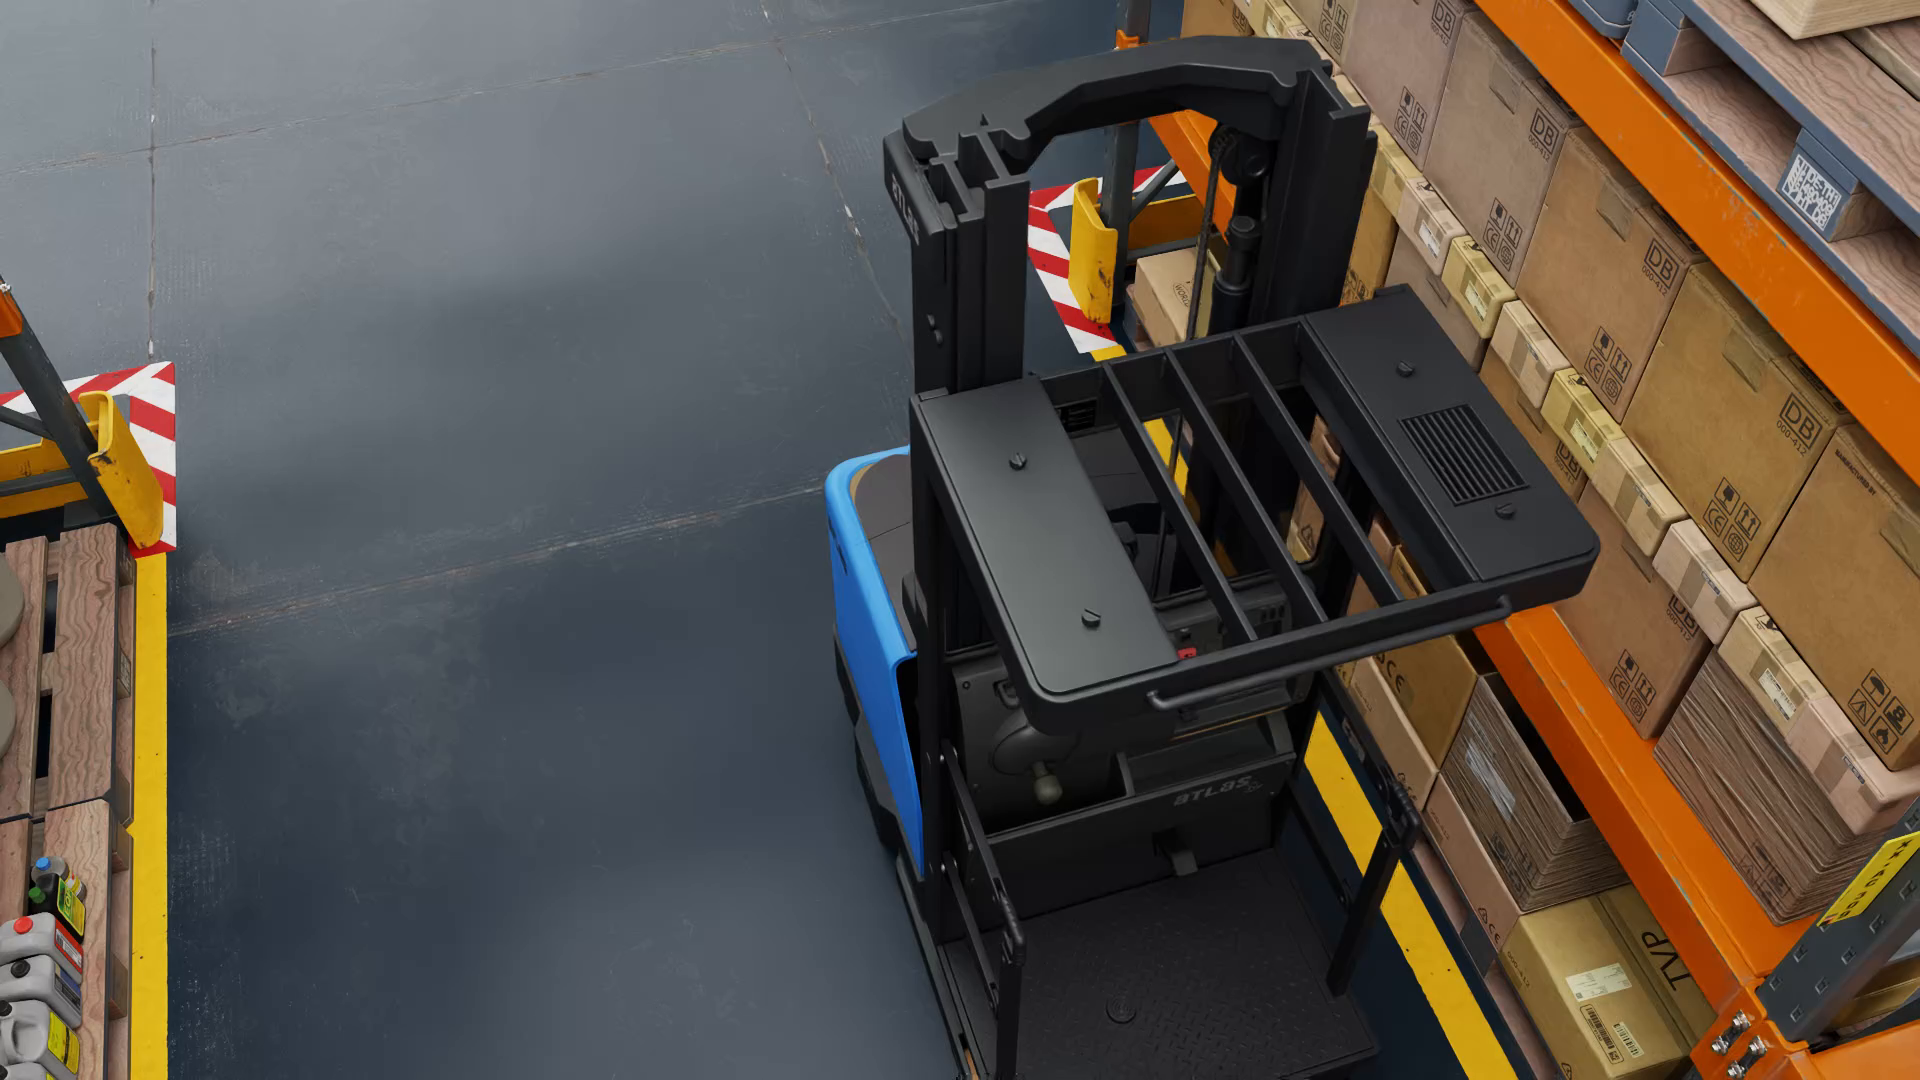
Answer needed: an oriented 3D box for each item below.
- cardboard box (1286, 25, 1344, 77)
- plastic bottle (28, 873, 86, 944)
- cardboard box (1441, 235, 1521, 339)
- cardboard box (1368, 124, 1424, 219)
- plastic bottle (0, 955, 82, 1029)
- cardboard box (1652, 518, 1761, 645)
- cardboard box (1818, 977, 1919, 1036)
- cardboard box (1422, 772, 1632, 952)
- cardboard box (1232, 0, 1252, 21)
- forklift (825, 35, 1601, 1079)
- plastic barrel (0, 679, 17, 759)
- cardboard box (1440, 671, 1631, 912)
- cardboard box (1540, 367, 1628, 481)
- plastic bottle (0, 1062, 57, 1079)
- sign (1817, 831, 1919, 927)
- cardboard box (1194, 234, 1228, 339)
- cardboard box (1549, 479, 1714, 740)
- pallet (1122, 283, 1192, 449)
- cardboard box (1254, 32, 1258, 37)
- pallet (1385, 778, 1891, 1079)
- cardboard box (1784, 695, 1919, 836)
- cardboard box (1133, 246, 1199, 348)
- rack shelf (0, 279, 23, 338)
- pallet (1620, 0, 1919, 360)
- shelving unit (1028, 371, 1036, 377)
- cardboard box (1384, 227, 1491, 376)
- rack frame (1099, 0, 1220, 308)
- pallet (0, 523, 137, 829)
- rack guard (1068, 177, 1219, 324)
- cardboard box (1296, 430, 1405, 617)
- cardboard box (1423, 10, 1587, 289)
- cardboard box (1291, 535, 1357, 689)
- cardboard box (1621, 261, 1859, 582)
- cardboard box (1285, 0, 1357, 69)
[{"bbox_3d":[1.203,-1.452,5.022,0.380,0.149,0.250,-14,51,-12],"label":"cardboard box"},{"bbox_3d":[-2.652,1.069,4.875,0.061,0.283,0.133,-12,51,-10],"label":"plastic bottle"},{"bbox_3d":[1.509,-0.696,4.385,0.380,0.149,0.250,-12,51,-10],"label":"cardboard box"},{"bbox_3d":[1.360,-1.071,4.701,0.380,0.149,0.250,-14,51,-11],"label":"cardboard box"},{"bbox_3d":[-2.615,1.282,4.701,0.152,0.276,0.135,-15,51,-12],"label":"plastic bottle"},{"bbox_3d":[1.814,0.053,3.754,0.380,0.149,0.250,-15,51,-12],"label":"cardboard box"},{"bbox_3d":[2.402,1.160,4.834,0.500,0.250,0.500,-13,51,-11],"label":"cardboard box"},{"bbox_3d":[1.766,0.911,5.044,0.500,0.250,0.500,-13,51,-11],"label":"cardboard box"},{"bbox_3d":[1.058,-1.819,5.332,0.380,0.149,0.250,-15,51,-12],"label":"cardboard box"},{"bbox_3d":[0.509,0.478,3.930,1.130,2.935,3.031,-14,51,-11],"label":"forklift"},{"bbox_3d":[-3.250,0.508,5.212,0.421,0.512,0.421,0,50,0],"label":"plastic barrel"},{"bbox_3d":[1.767,0.669,4.758,0.500,0.500,0.500,-13,51,-11],"label":"cardboard box"},{"bbox_3d":[1.666,-0.319,4.067,0.380,0.149,0.250,-14,51,-11],"label":"cardboard box"},{"bbox_3d":[-2.507,1.514,4.457,0.144,0.351,0.185,-14,51,-11],"label":"plastic bottle"},{"bbox_3d":[1.720,0.638,3.132,0.100,0.325,0.005,-13,51,-11],"label":"sign"},{"bbox_3d":[1.163,-0.789,5.987,0.500,0.500,0.500,-13,51,-11],"label":"cardboard box"},{"bbox_3d":[1.951,0.078,4.157,0.700,0.500,0.500,-14,51,-11],"label":"cardboard box"},{"bbox_3d":[1.333,-0.657,6.666,1.003,0.211,1.213,-13,51,-11],"label":"pallet"},{"bbox_3d":[1.353,-1.411,5.412,0.700,0.500,0.500,-12,51,-10],"label":"cardboard box"},{"bbox_3d":[2.055,1.125,5.164,1.003,0.211,1.213,-13,51,-11],"label":"pallet"},{"bbox_3d":[1.965,0.425,3.440,0.380,0.149,0.250,-13,51,-11],"label":"cardboard box"},{"bbox_3d":[1.013,-0.912,6.581,0.500,0.250,0.500,-13,51,-11],"label":"cardboard box"},{"bbox_3d":[-3.074,0.705,4.164,1.077,0.370,4.000,-13,51,-11],"label":"rack shelf"},{"bbox_3d":[1.973,-0.739,3.007,1.003,0.211,1.213,-13,51,-11],"label":"pallet"},{"bbox_3d":[0.042,-0.279,5.701,0.258,1.200,0.503,-14,51,-11],"label":"shelving unit"},{"bbox_3d":[1.653,-0.663,4.782,0.700,0.500,0.500,-12,51,-10],"label":"cardboard box"},{"bbox_3d":[1.067,-2.105,6.063,1.000,3.000,0.127,-13,51,-11],"label":"rack frame"},{"bbox_3d":[-3.363,0.550,5.648,1.003,0.211,1.213,-13,51,-11],"label":"pallet"},{"bbox_3d":[1.060,-1.317,7.033,1.175,0.500,0.348,-13,51,-11],"label":"rack guard"},{"bbox_3d":[1.454,-0.058,5.370,0.500,0.500,0.500,-13,51,-11],"label":"cardboard box"},{"bbox_3d":[1.667,-1.056,4.265,0.700,0.500,0.500,-13,51,-11],"label":"cardboard box"},{"bbox_3d":[1.455,0.184,5.657,0.500,0.250,0.500,-13,51,-11],"label":"cardboard box"},{"bbox_3d":[1.962,-0.325,3.649,0.700,0.500,0.500,-13,51,-11],"label":"cardboard box"},{"bbox_3d":[1.369,-1.790,4.883,0.700,0.500,0.500,-15,51,-12],"label":"cardboard box"}]
